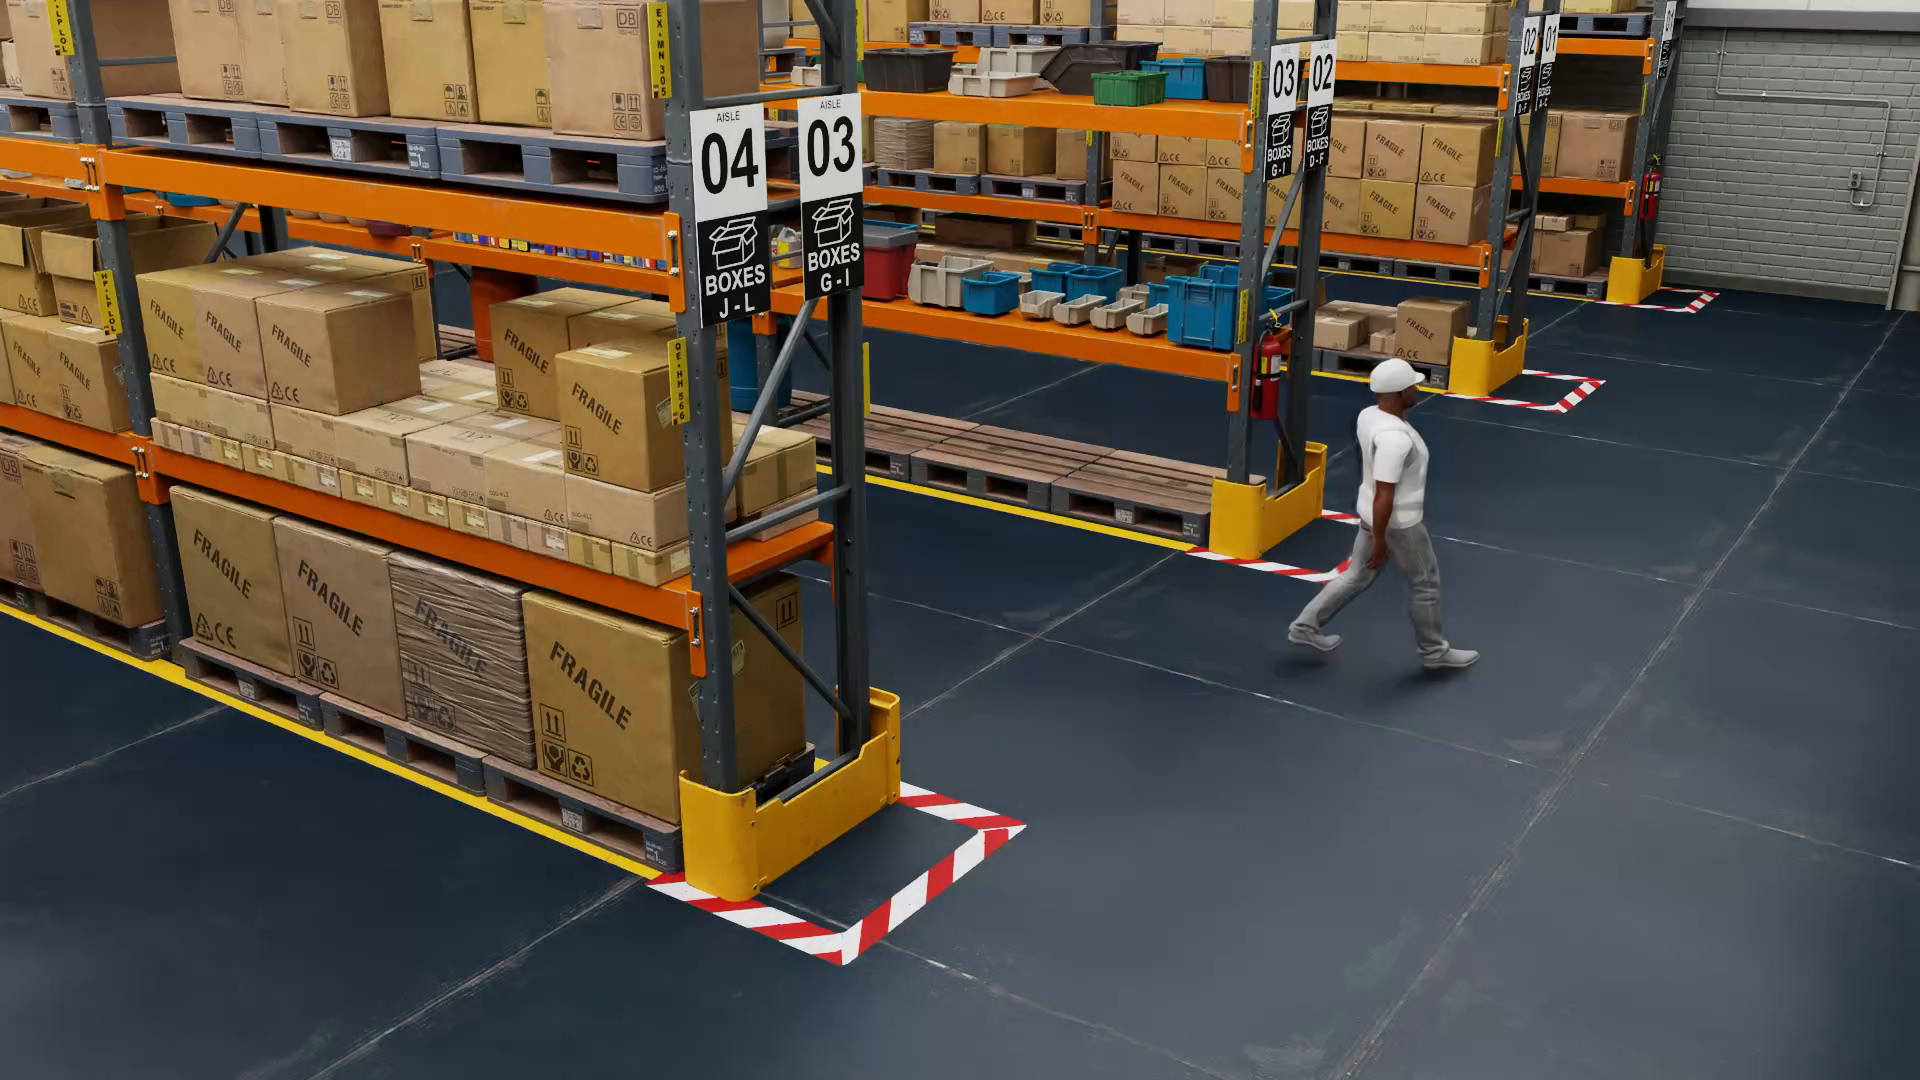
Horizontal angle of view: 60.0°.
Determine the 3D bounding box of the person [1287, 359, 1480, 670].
[{"bbox_3d":[2.334,-0.134,8.936,1.019,1.726,0.601,-1,20,-3],"label":"person"}]
